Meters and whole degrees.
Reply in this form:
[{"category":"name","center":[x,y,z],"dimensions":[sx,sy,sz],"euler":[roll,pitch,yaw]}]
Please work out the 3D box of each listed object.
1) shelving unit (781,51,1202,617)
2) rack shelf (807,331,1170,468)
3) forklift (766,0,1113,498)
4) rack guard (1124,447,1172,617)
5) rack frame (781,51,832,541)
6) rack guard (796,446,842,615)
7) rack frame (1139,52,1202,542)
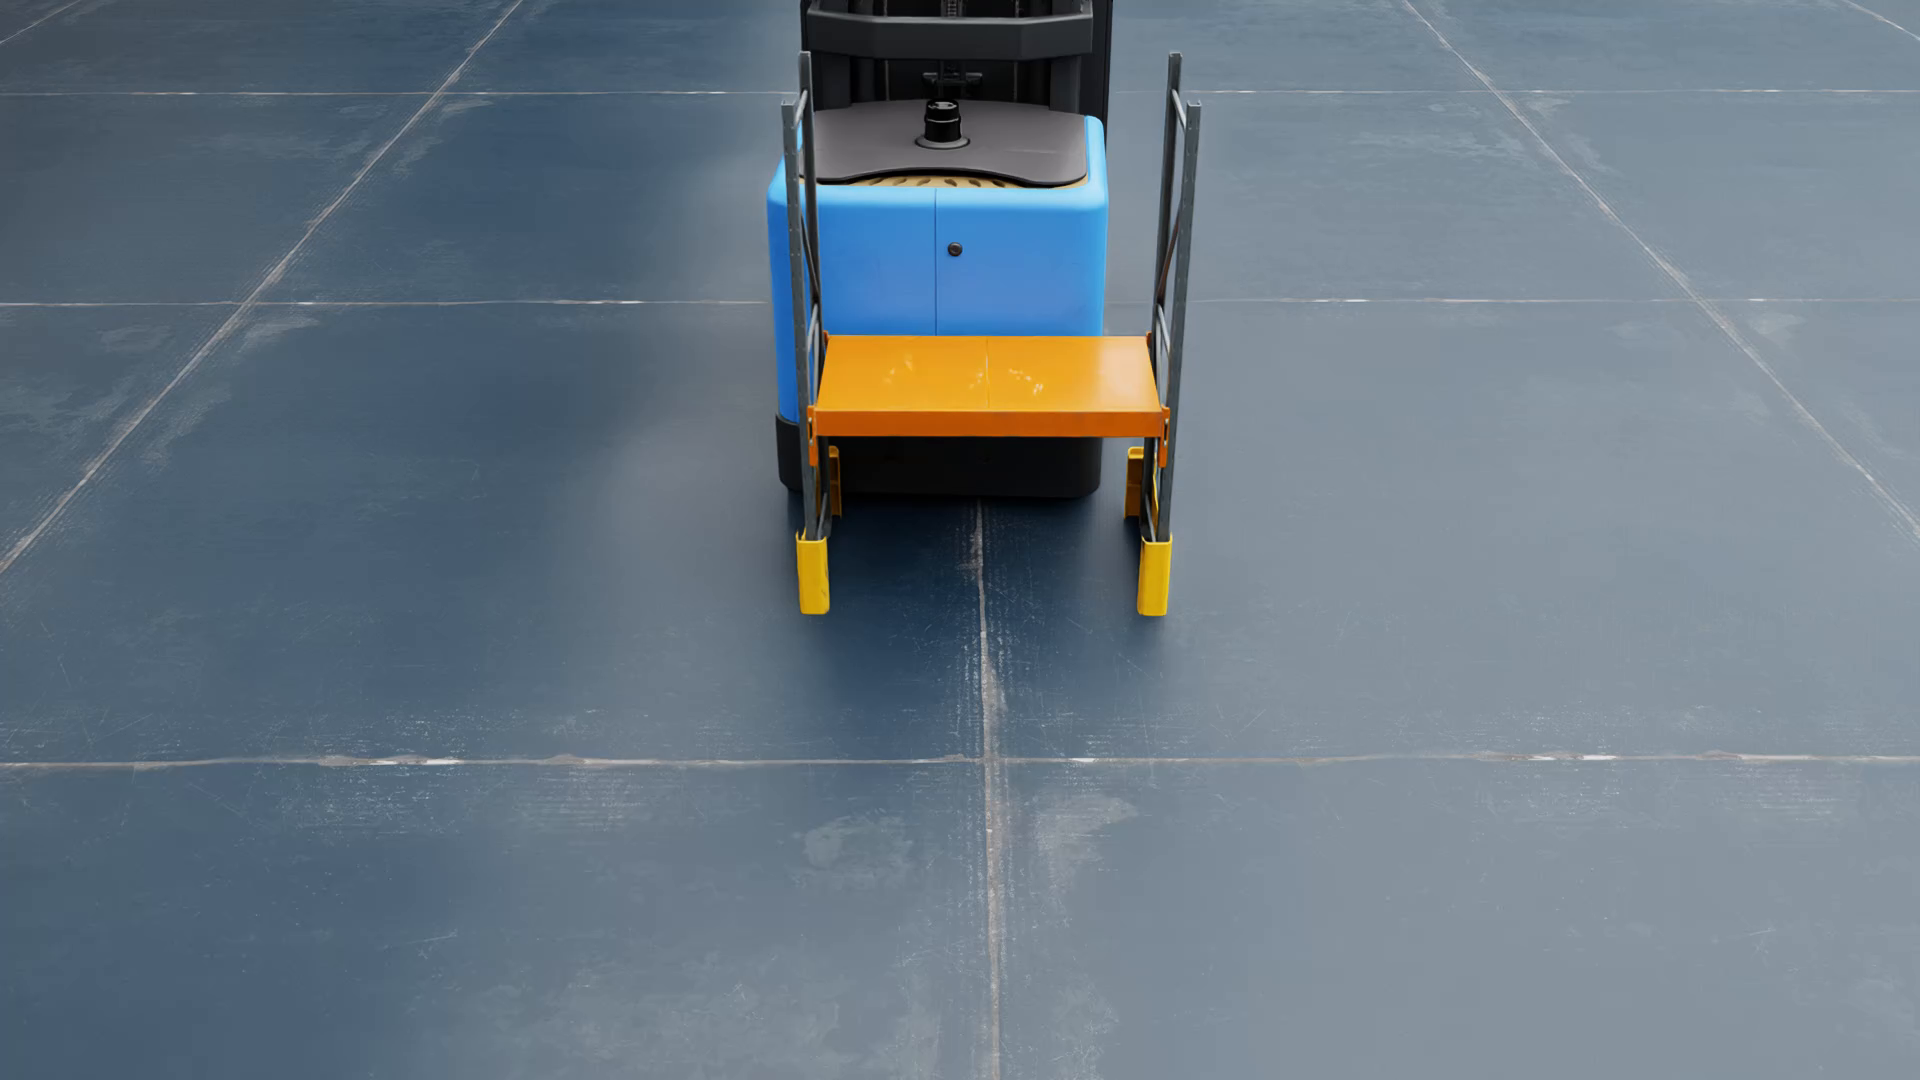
[{"category":"shelving unit","center":[0.071,-0.571,4.745],"dimensions":[1.083,1.500,0.587],"euler":[0,31,0]},{"category":"rack shelf","center":[0.080,-0.417,4.838],"dimensions":[1.000,0.185,0.538],"euler":[0,31,0]},{"category":"forklift","center":[0.000,-2.121,5.920],"dimensions":[1.130,2.935,3.031],"euler":[1,31,2]},{"category":"rack guard","center":[0.569,-0.034,5.066],"dimensions":[0.087,0.250,0.587],"euler":[0,31,0]},{"category":"rack frame","center":[-0.428,-0.573,4.748],"dimensions":[0.032,1.500,0.500],"euler":[0,31,0]},{"category":"rack guard","center":[-0.427,-0.039,5.072],"dimensions":[0.087,0.250,0.587],"euler":[0,31,0]},{"category":"rack frame","center":[0.588,-0.569,4.741],"dimensions":[0.032,1.500,0.500],"euler":[0,31,0]}]
